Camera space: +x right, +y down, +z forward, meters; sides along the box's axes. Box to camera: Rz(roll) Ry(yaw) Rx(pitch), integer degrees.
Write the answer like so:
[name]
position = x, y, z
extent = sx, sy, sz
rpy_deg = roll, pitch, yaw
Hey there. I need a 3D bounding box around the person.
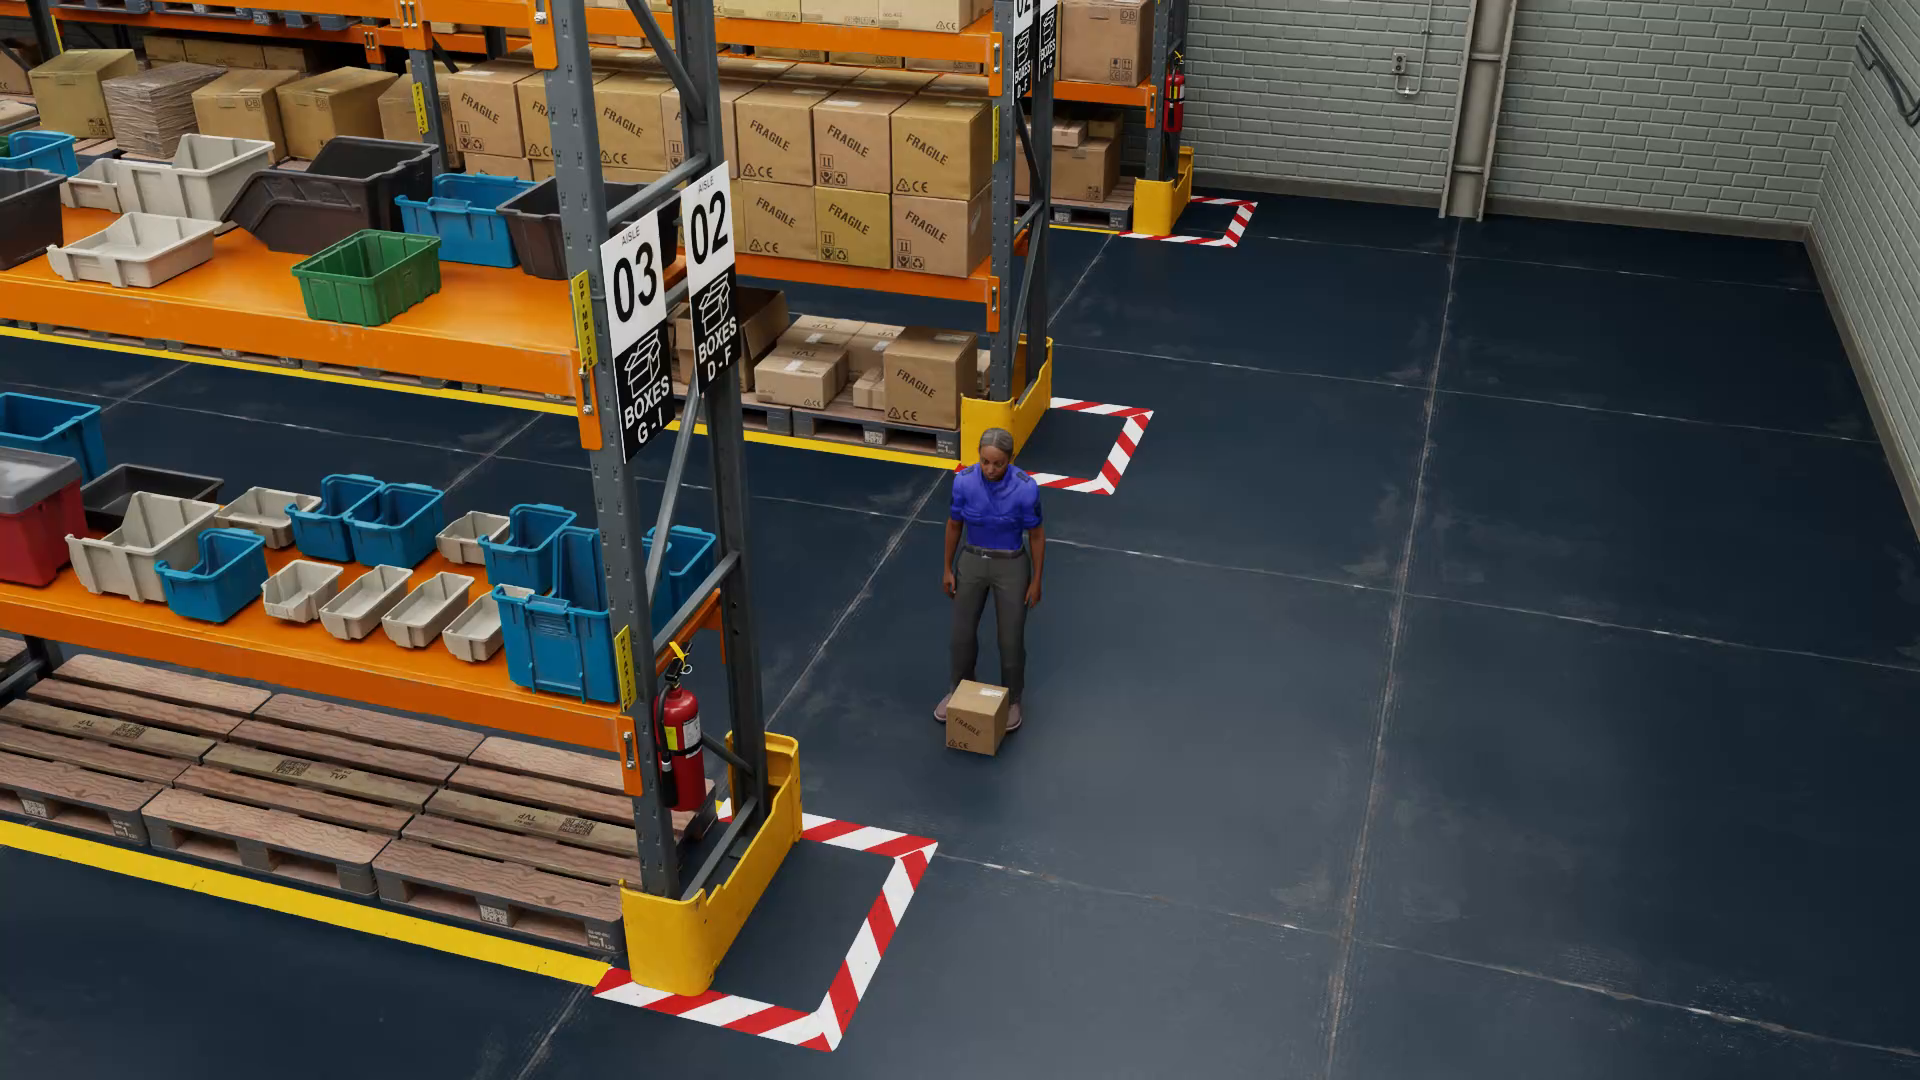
[person]
position = 0.150, 0.170, 8.203
extent = 0.531, 1.656, 0.346
rpy_deg = 7, 30, 12
